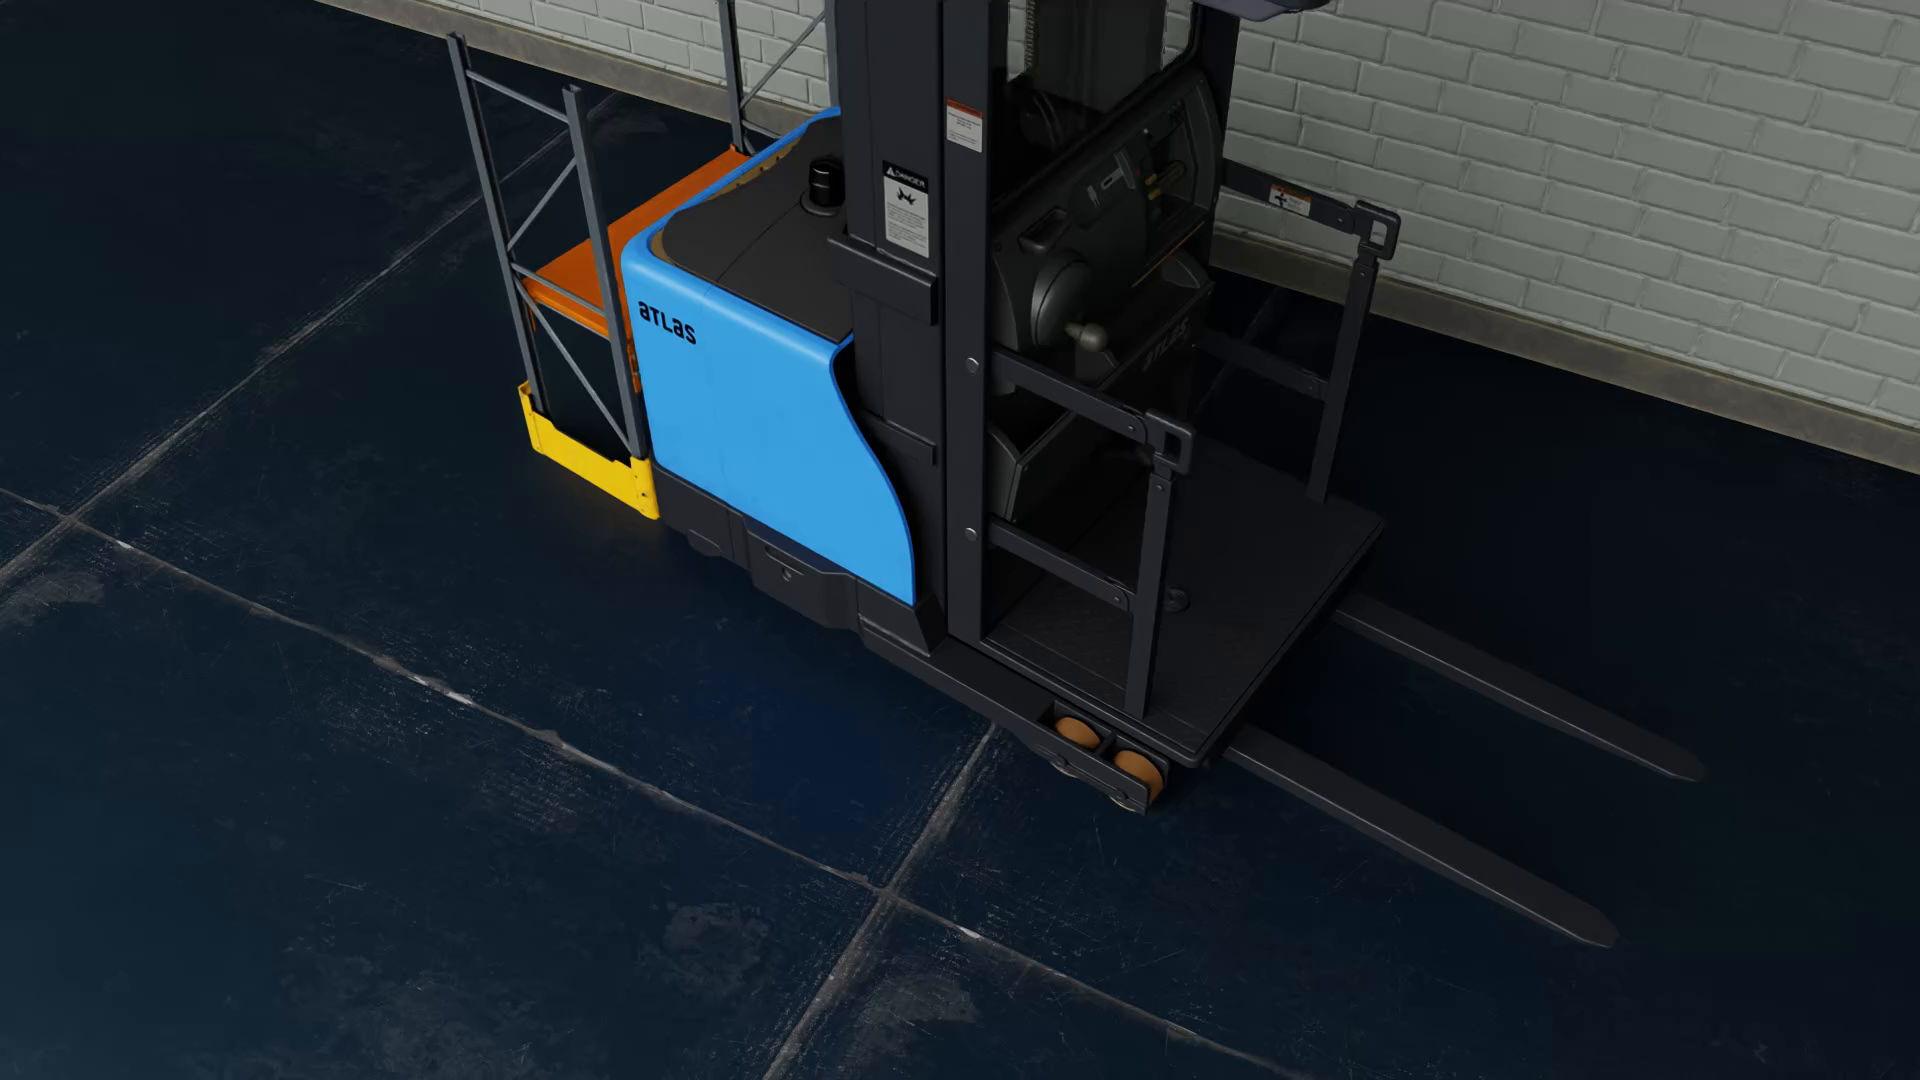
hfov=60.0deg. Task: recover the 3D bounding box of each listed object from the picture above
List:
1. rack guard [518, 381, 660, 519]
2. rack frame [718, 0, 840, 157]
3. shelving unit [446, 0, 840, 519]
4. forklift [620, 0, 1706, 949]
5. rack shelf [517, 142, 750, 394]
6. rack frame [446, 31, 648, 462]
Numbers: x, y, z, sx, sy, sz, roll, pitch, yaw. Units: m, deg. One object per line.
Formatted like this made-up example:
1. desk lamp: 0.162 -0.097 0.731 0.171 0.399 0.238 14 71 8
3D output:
1. rack guard: -1.181 -0.298 5.368 0.587 0.250 0.087 29 52 25
2. rack frame: -0.563 -1.310 5.490 0.500 1.500 0.032 29 52 25
3. shelving unit: -0.878 -1.018 5.202 0.587 1.500 1.083 29 52 25
4. forklift: 0.537 -0.728 3.909 3.031 2.935 1.130 28 52 25
5. rack shelf: -0.872 -0.897 5.335 0.538 0.185 1.000 29 52 25
6. rack frame: -1.182 -0.737 4.923 0.500 1.500 0.032 29 52 25
